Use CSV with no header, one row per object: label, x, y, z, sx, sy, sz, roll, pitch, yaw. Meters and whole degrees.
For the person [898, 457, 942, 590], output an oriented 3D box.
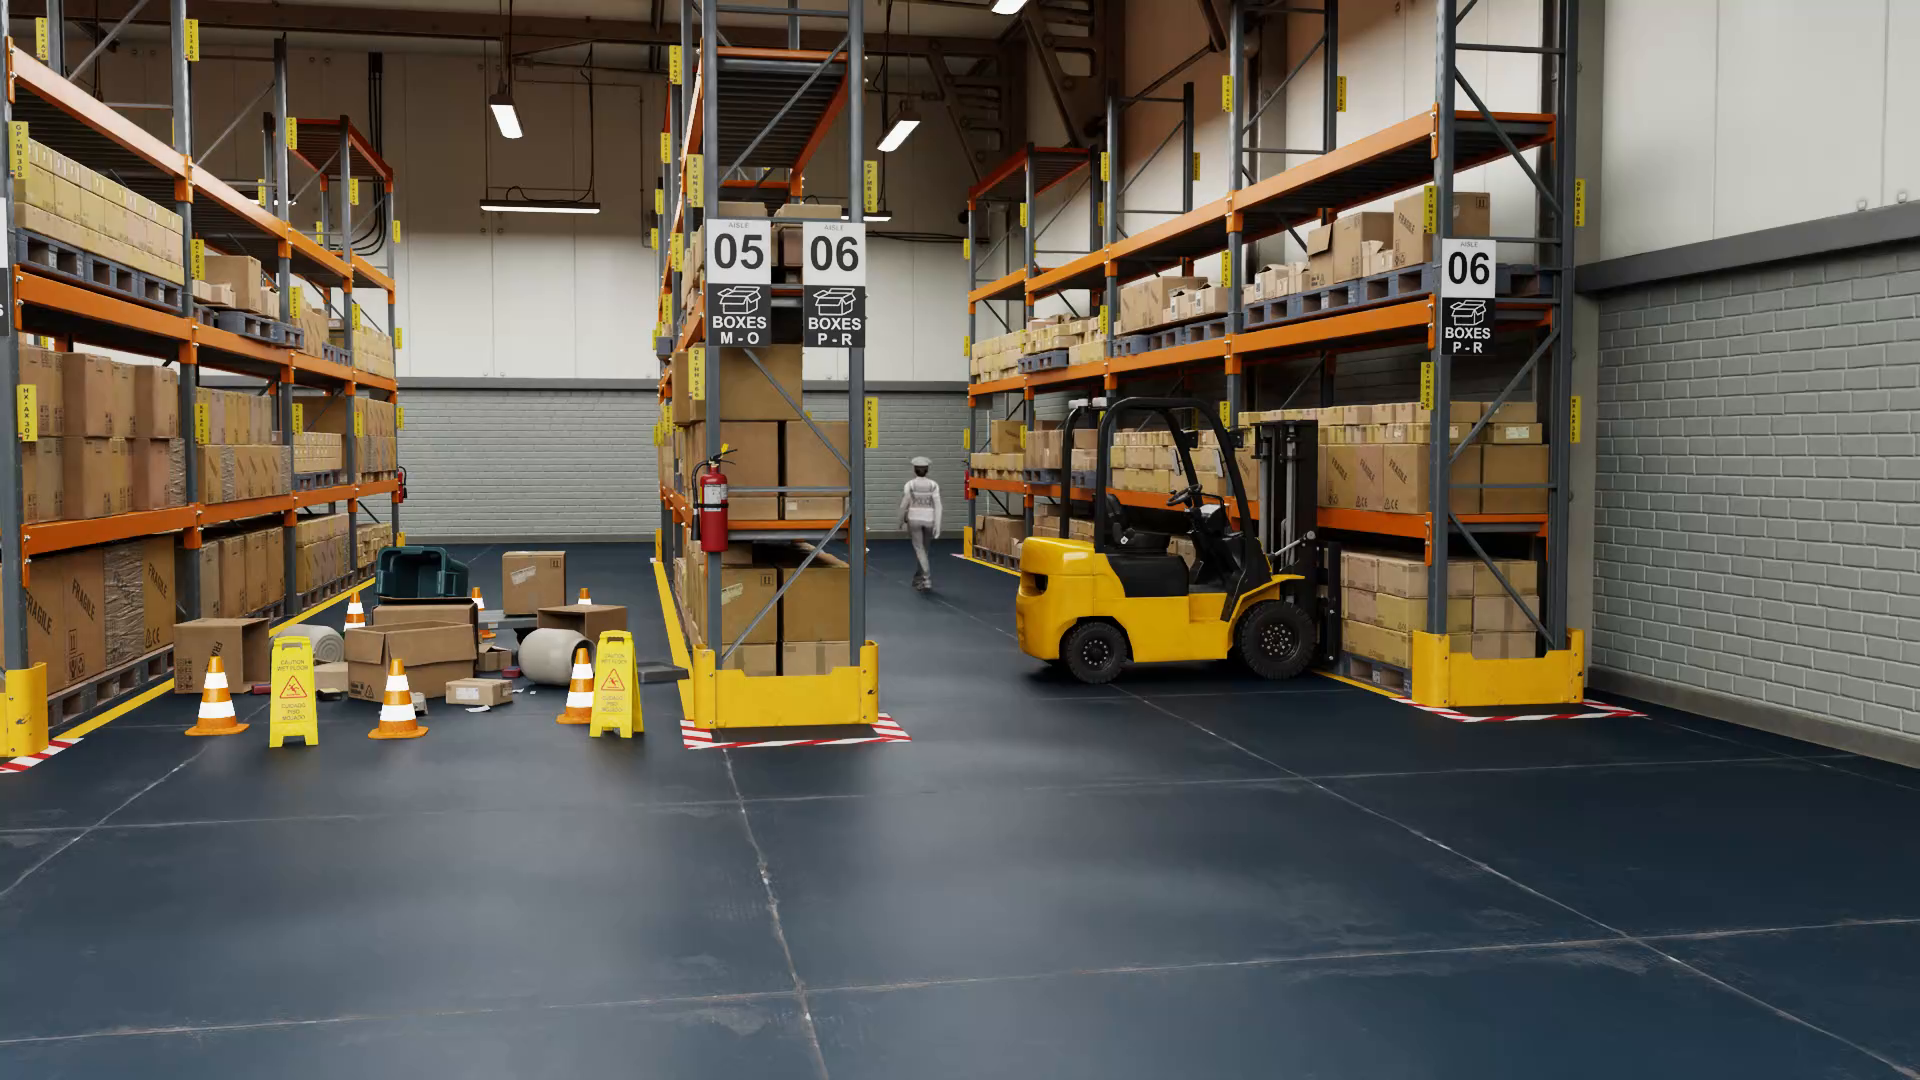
person,-0.523,-0.220,20.636,0.494,1.631,0.980,-1,3,-21
